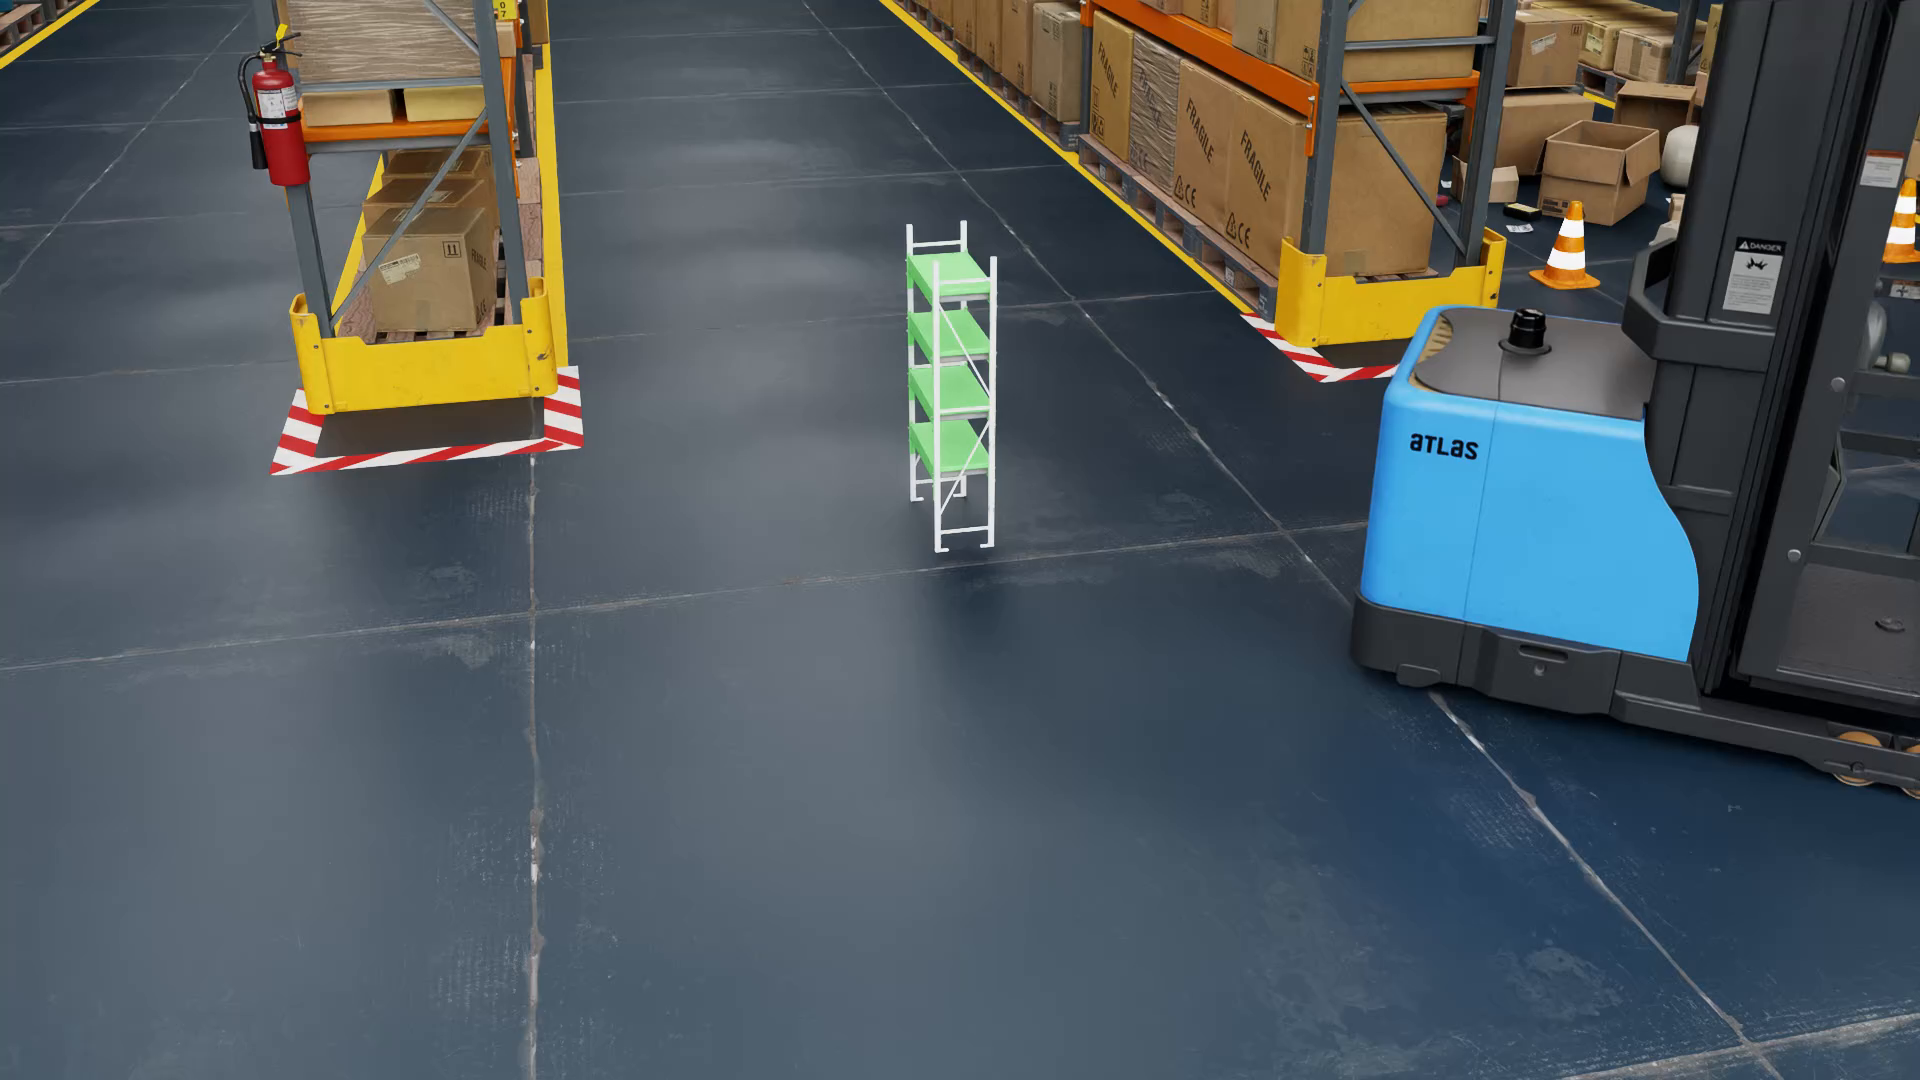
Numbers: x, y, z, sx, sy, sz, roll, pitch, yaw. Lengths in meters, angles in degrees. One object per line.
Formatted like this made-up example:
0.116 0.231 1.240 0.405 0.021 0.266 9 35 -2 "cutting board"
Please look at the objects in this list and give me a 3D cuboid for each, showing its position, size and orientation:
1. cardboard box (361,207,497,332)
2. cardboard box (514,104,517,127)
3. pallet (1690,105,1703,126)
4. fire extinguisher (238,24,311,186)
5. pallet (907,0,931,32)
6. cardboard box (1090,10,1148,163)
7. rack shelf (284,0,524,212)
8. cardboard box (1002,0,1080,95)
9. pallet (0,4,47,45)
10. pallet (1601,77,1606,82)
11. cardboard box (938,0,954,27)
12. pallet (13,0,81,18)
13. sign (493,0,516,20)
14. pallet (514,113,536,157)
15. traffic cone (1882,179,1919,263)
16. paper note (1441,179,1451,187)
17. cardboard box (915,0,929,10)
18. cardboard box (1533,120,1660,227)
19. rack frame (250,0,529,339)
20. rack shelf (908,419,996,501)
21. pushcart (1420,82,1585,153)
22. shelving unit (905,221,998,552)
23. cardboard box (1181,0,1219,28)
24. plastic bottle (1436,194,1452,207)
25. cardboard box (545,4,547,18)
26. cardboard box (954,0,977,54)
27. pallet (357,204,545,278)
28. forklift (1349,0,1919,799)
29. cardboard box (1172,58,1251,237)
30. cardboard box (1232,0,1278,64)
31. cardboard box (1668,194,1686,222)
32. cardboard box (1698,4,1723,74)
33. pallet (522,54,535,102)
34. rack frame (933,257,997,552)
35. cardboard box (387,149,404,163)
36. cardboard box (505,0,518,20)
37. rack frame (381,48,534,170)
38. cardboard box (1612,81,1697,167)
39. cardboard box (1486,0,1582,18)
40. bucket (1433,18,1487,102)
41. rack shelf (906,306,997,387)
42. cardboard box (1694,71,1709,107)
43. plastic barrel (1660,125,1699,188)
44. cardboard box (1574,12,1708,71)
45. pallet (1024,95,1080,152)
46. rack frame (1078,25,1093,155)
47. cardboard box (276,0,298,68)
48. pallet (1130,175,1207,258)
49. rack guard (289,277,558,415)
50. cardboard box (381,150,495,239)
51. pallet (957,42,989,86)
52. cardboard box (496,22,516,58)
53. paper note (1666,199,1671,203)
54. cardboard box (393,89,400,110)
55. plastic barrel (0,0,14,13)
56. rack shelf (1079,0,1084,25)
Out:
-2.688 -1.380 8.464 0.500 0.500 0.500 -1 27 -2 "cardboard box"
-3.672 -3.352 12.349 0.700 0.500 0.500 -6 27 -12 "cardboard box"
6.375 -3.259 12.973 1.003 0.211 1.213 -6 27 -12 "pallet"
-2.987 -1.901 7.274 0.296 0.674 0.183 -6 27 -12 "fire extinguisher"
0.042 -5.637 17.684 1.003 0.211 1.213 -6 27 -12 "pallet"
1.463 -3.204 11.661 0.875 0.875 0.875 -6 27 -11 "cardboard box"
-3.015 -2.590 9.350 1.077 0.370 4.000 -6 27 -12 "rack shelf"
0.948 -4.119 13.612 1.050 0.750 0.750 -6 27 -12 "cardboard box"
-9.961 -5.210 16.838 1.003 0.211 1.213 -6 27 -12 "pallet"
5.734 -4.429 15.290 1.003 0.211 1.213 -6 27 -12 "pallet"
0.085 -5.338 16.305 0.500 0.500 0.500 -6 27 -12 "cardboard box"
-10.297 -5.872 18.149 1.003 0.211 1.213 -6 27 -12 "pallet"
-2.035 -2.475 7.363 0.100 0.325 0.005 -6 27 -12 "sign"
-3.642 -2.886 12.233 1.003 0.211 1.213 -6 27 -12 "pallet"
5.737 -1.964 10.129 0.336 0.463 0.334 -6 27 -12 "traffic cone"
3.479 -2.509 11.696 0.172 0.023 0.155 3 27 6 "paper note"
-0.163 -5.797 17.214 0.500 0.500 0.500 -7 28 -14 "cardboard box"
4.229 -2.439 11.023 0.637 0.503 0.797 19 32 32 "cardboard box"
-2.564 -2.033 7.449 1.000 3.000 0.127 -6 27 -12 "rack frame"
-0.037 -0.337 6.761 0.258 0.148 0.480 -6 27 -12 "rack shelf"
3.979 -3.371 13.010 1.648 0.377 0.936 -16 31 -29 "pushcart"
-0.037 -0.608 6.624 0.258 1.200 0.503 -6 27 -12 "shelving unit"
1.855 -3.444 10.077 0.875 0.550 0.500 -6 27 -12 "cardboard box"
3.182 -2.291 11.220 0.283 0.061 0.133 -16 31 -29 "plastic bottle"
-4.696 -5.481 16.172 1.225 0.875 0.875 -6 27 -11 "cardboard box"
0.538 -4.911 15.181 1.050 0.750 0.750 -6 27 -12 "cardboard box"
-3.001 -1.716 9.916 1.003 0.211 1.213 -6 27 -12 "pallet"
2.925 -0.775 5.034 3.031 2.935 1.130 11 29 20 "forklift"
1.874 -2.408 10.084 0.875 0.875 0.875 -6 27 -12 "cardboard box"
2.018 -2.957 9.112 0.875 0.550 0.550 -6 27 -12 "cardboard box"
4.828 -2.136 10.818 0.380 0.149 0.250 8 28 15 "cardboard box"
6.059 -3.804 12.710 0.500 0.500 0.500 -5 27 -9 "cardboard box"
-4.192 -3.957 14.355 1.003 0.211 1.213 -6 27 -12 "pallet"
0.018 -0.501 6.411 0.240 1.200 0.015 -6 27 -12 "rack frame"
-3.278 -2.430 10.544 0.500 0.500 0.500 2 27 5 "cardboard box"
-2.921 -3.287 10.213 0.380 0.149 0.250 -6 27 -12 "cardboard box"
-3.466 -3.789 10.928 1.000 3.000 0.127 -6 27 -12 "rack frame"
5.105 -3.072 12.278 0.500 0.500 0.500 13 30 24 "cardboard box"
5.580 -4.993 15.764 0.950 0.372 0.625 -6 27 -13 "cardboard box"
3.667 -3.640 12.578 0.726 0.611 0.620 3 17 6 "bucket"
-0.037 -0.766 6.544 0.258 0.148 0.480 -6 27 -12 "rack shelf"
6.059 -3.469 12.879 0.500 0.250 0.500 -7 28 -14 "cardboard box"
5.151 -2.642 11.515 0.512 0.421 0.421 13 30 24 "plastic barrel"
5.904 -4.355 14.499 0.950 0.372 0.625 -4 27 -8 "cardboard box"
1.142 -3.334 13.122 1.003 0.211 1.213 -6 27 -12 "pallet"
1.390 -4.248 11.838 1.000 3.000 0.127 -6 27 -12 "rack frame"
-2.891 -2.662 8.254 0.875 0.500 0.500 -6 27 -12 "cardboard box"
1.763 -2.125 10.726 1.003 0.211 1.213 -6 27 -12 "pallet"
-2.581 -0.950 8.078 1.175 0.500 0.348 -6 27 -12 "rack guard"
-2.979 -1.916 9.525 0.500 0.500 0.500 -3 27 -7 "cardboard box"
0.592 -4.406 15.244 1.003 0.211 1.213 -6 27 -12 "pallet"
-2.640 -2.738 9.125 0.380 0.149 0.250 -6 27 -12 "cardboard box"
4.893 -2.310 11.305 0.148 0.019 0.142 3 27 6 "paper note"
-2.885 -2.135 7.929 0.380 0.149 0.250 -6 27 -12 "cardboard box"
-9.988 -5.808 16.791 0.600 0.901 0.708 -6 27 -12 "plastic barrel"
0.939 -4.805 13.739 1.077 0.370 4.000 -6 27 -12 "rack shelf"
